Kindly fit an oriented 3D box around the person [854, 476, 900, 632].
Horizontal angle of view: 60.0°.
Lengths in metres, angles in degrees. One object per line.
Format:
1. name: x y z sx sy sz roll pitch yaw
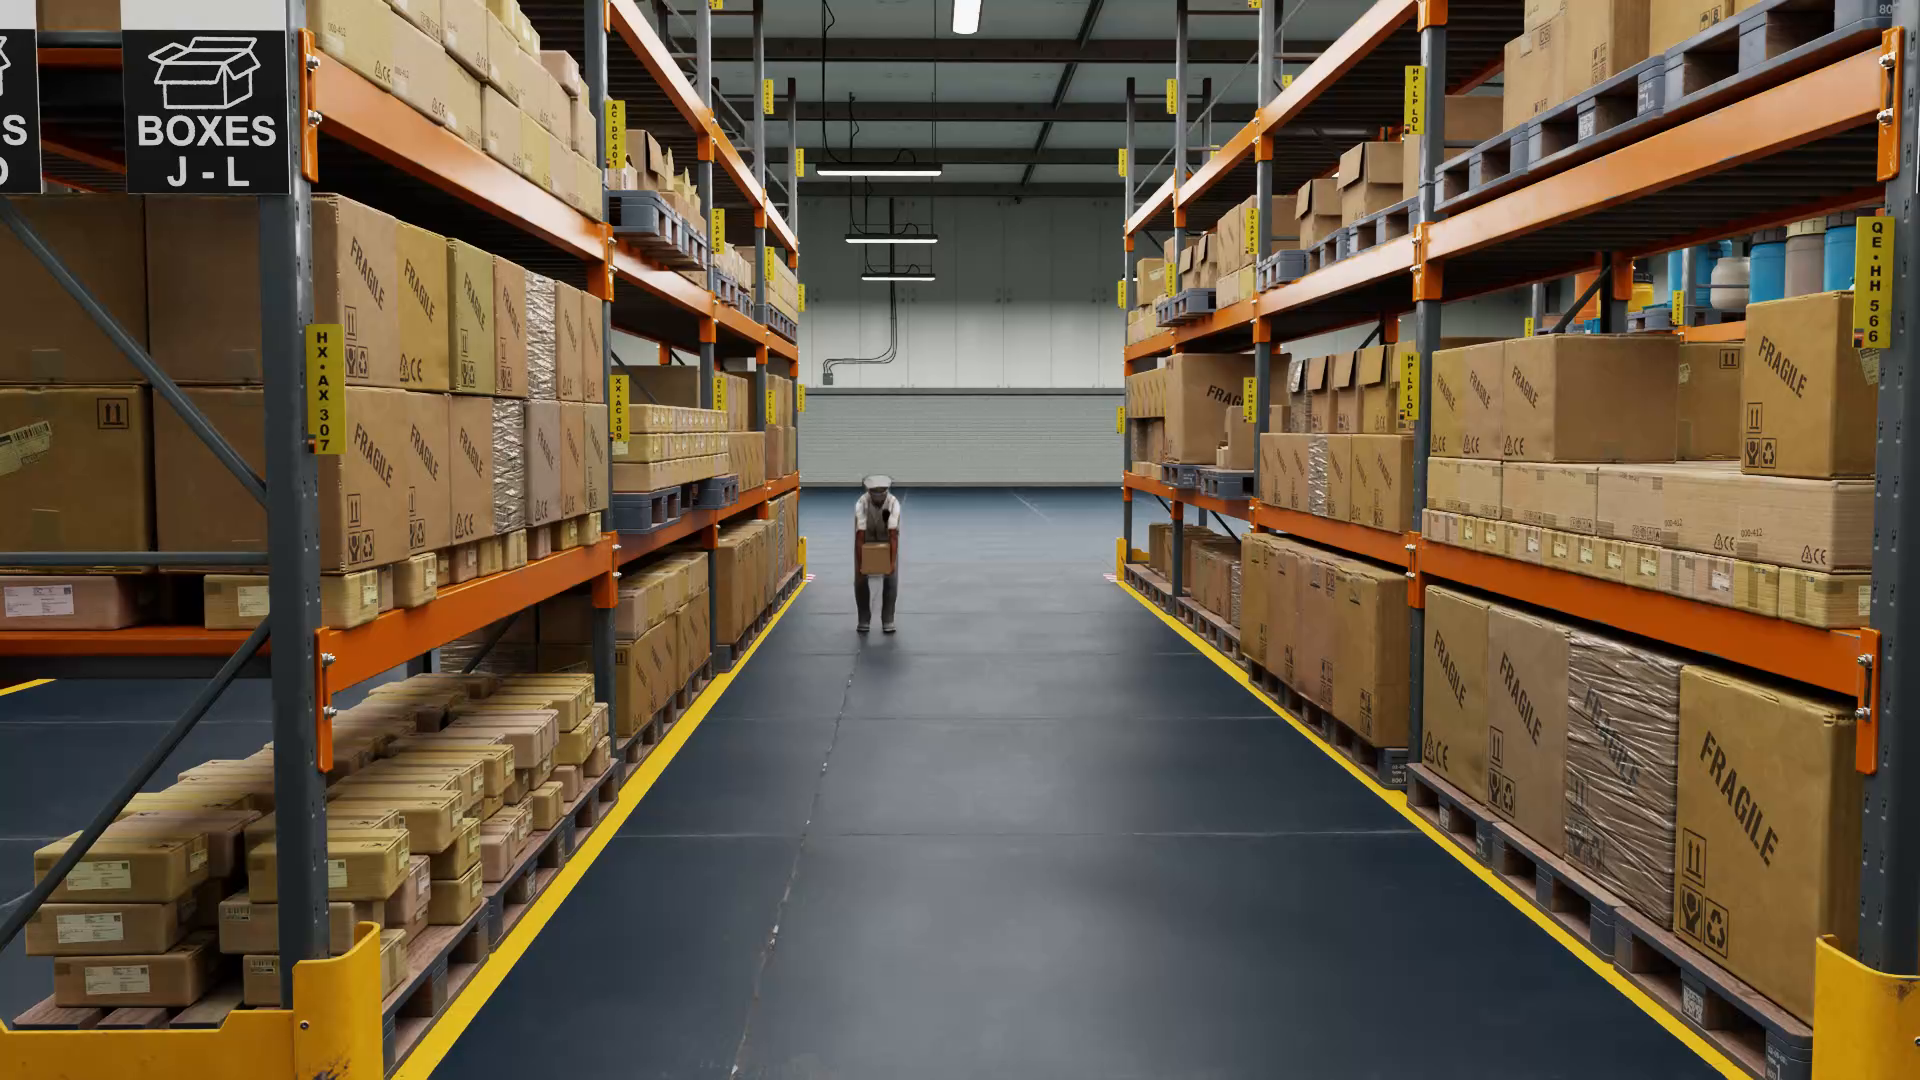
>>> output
1. person: -0.746 0.129 14.948 0.416 1.420 0.811 0 4 -3
